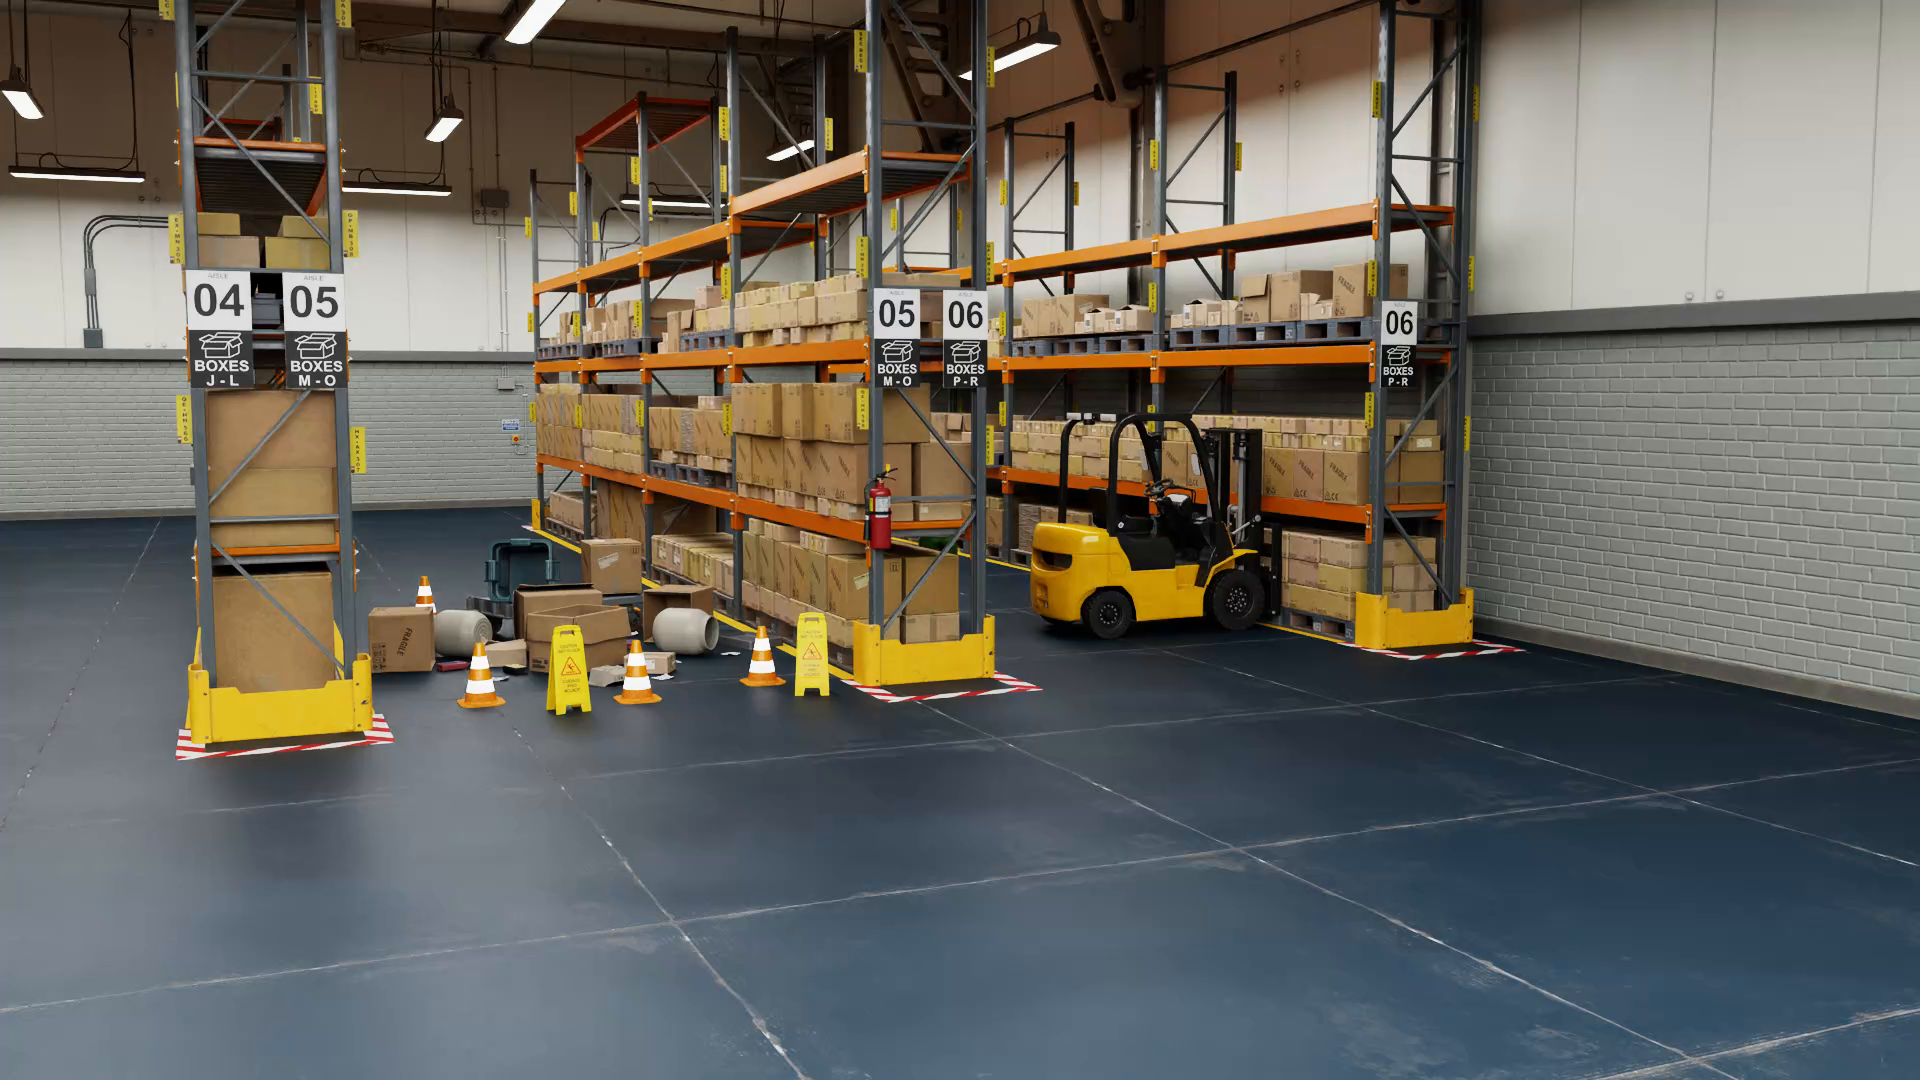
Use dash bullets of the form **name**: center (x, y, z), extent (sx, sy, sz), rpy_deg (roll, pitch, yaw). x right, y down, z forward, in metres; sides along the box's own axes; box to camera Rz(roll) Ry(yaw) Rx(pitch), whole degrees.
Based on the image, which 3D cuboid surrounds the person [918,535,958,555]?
- **person**: center (-0.281, -0.078, 17.431), extent (0.494, 1.783, 0.567), rpy_deg (-2, 6, -24)
